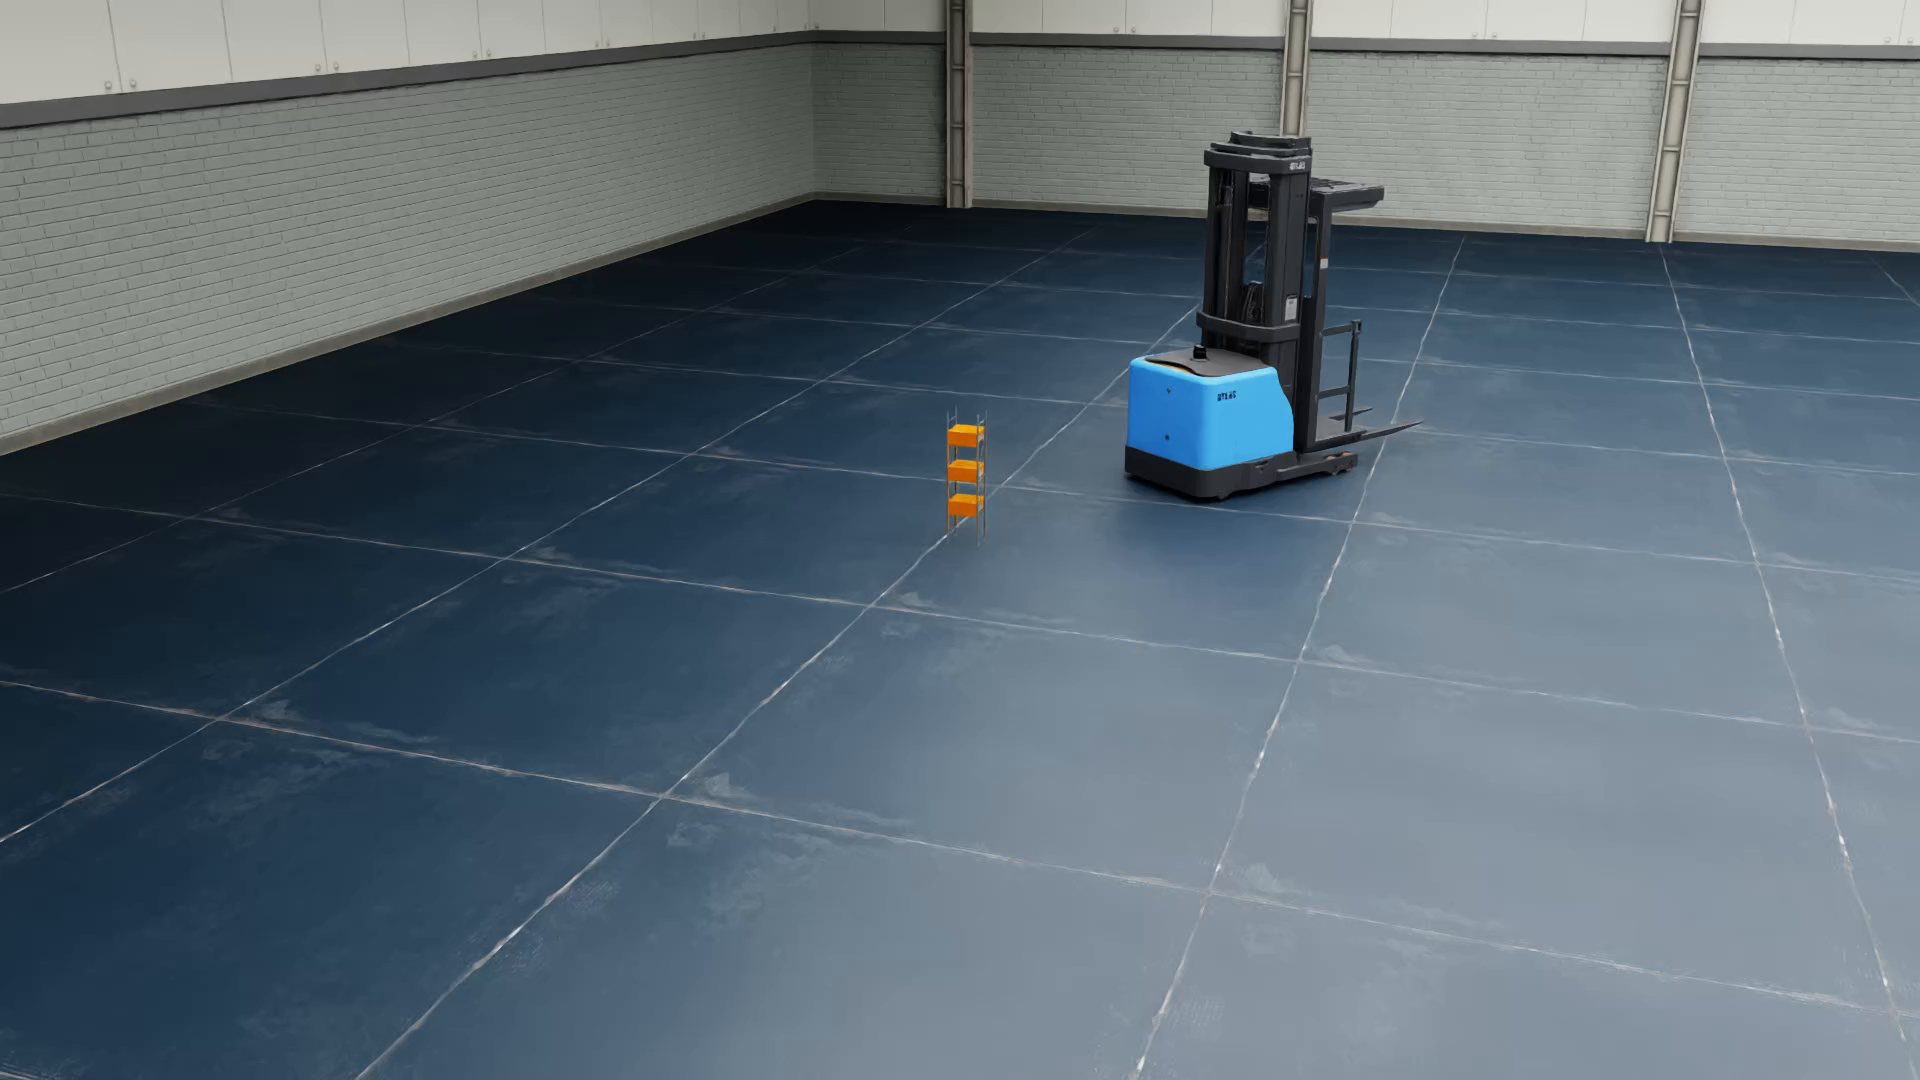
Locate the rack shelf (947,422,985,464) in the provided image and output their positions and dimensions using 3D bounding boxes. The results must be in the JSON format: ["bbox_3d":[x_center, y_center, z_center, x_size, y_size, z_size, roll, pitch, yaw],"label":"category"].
[{"bbox_3d":[0.051,-0.748,12.797,0.240,0.259,0.215,7,20,18],"label":"rack shelf"}]

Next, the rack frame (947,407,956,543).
[{"bbox_3d":[-0.065,-0.503,12.925,0.008,1.050,0.200,7,20,18],"label":"rack frame"}]

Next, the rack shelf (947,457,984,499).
[{"bbox_3d":[0.051,-0.480,12.890,0.240,0.259,0.215,7,20,18],"label":"rack shelf"}]

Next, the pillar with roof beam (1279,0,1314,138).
[{"bbox_3d":[4.248,-8.407,23.524,0.400,9.000,9.100,7,20,18],"label":"pillar with roof beam"}]

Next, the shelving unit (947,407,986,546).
[{"bbox_3d":[0.051,-0.490,12.887,0.252,1.050,0.215,7,20,18],"label":"shelving unit"}]

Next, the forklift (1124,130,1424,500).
[{"bbox_3d":[2.935,-2.087,14.612,3.031,2.935,1.130,-13,23,-34],"label":"forklift"}]

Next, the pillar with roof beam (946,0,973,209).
[{"bbox_3d":[-1.420,-9.055,25.383,0.400,9.000,9.100,7,20,18],"label":"pillar with roof beam"}]

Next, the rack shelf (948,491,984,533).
[{"bbox_3d":[0.051,-0.218,12.982,0.240,0.259,0.215,7,20,18],"label":"rack shelf"}]

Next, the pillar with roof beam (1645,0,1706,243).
[{"bbox_3d":[9.916,-7.759,21.665,0.400,9.000,9.100,7,20,18],"label":"pillar with roof beam"}]

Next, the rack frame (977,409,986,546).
[{"bbox_3d":[0.166,-0.477,12.849,0.008,1.050,0.200,7,20,18],"label":"rack frame"}]
